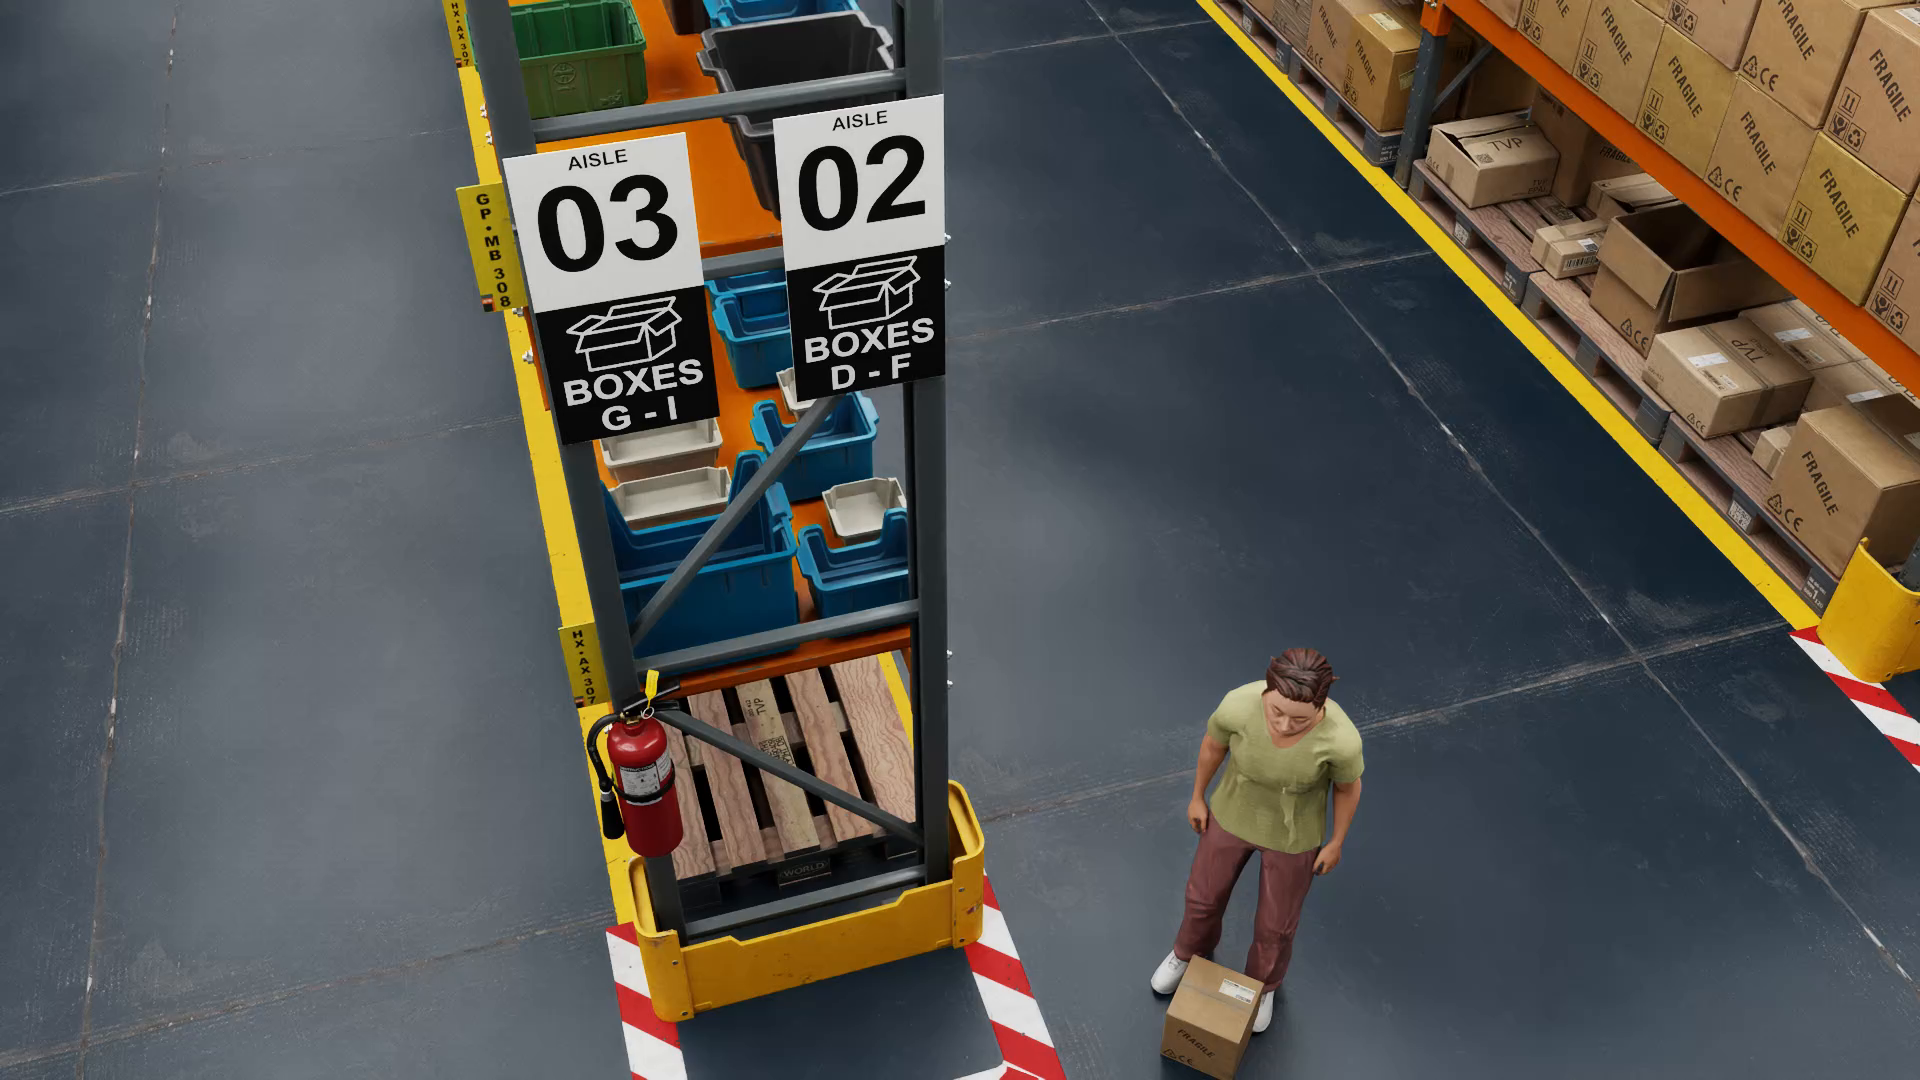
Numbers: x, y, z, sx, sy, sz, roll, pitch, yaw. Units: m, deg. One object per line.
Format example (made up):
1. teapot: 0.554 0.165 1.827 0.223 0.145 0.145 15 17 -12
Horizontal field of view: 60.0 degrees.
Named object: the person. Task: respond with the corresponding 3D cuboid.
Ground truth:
1. person: 0.941 0.904 5.172 0.509 1.671 0.364 17 45 18
